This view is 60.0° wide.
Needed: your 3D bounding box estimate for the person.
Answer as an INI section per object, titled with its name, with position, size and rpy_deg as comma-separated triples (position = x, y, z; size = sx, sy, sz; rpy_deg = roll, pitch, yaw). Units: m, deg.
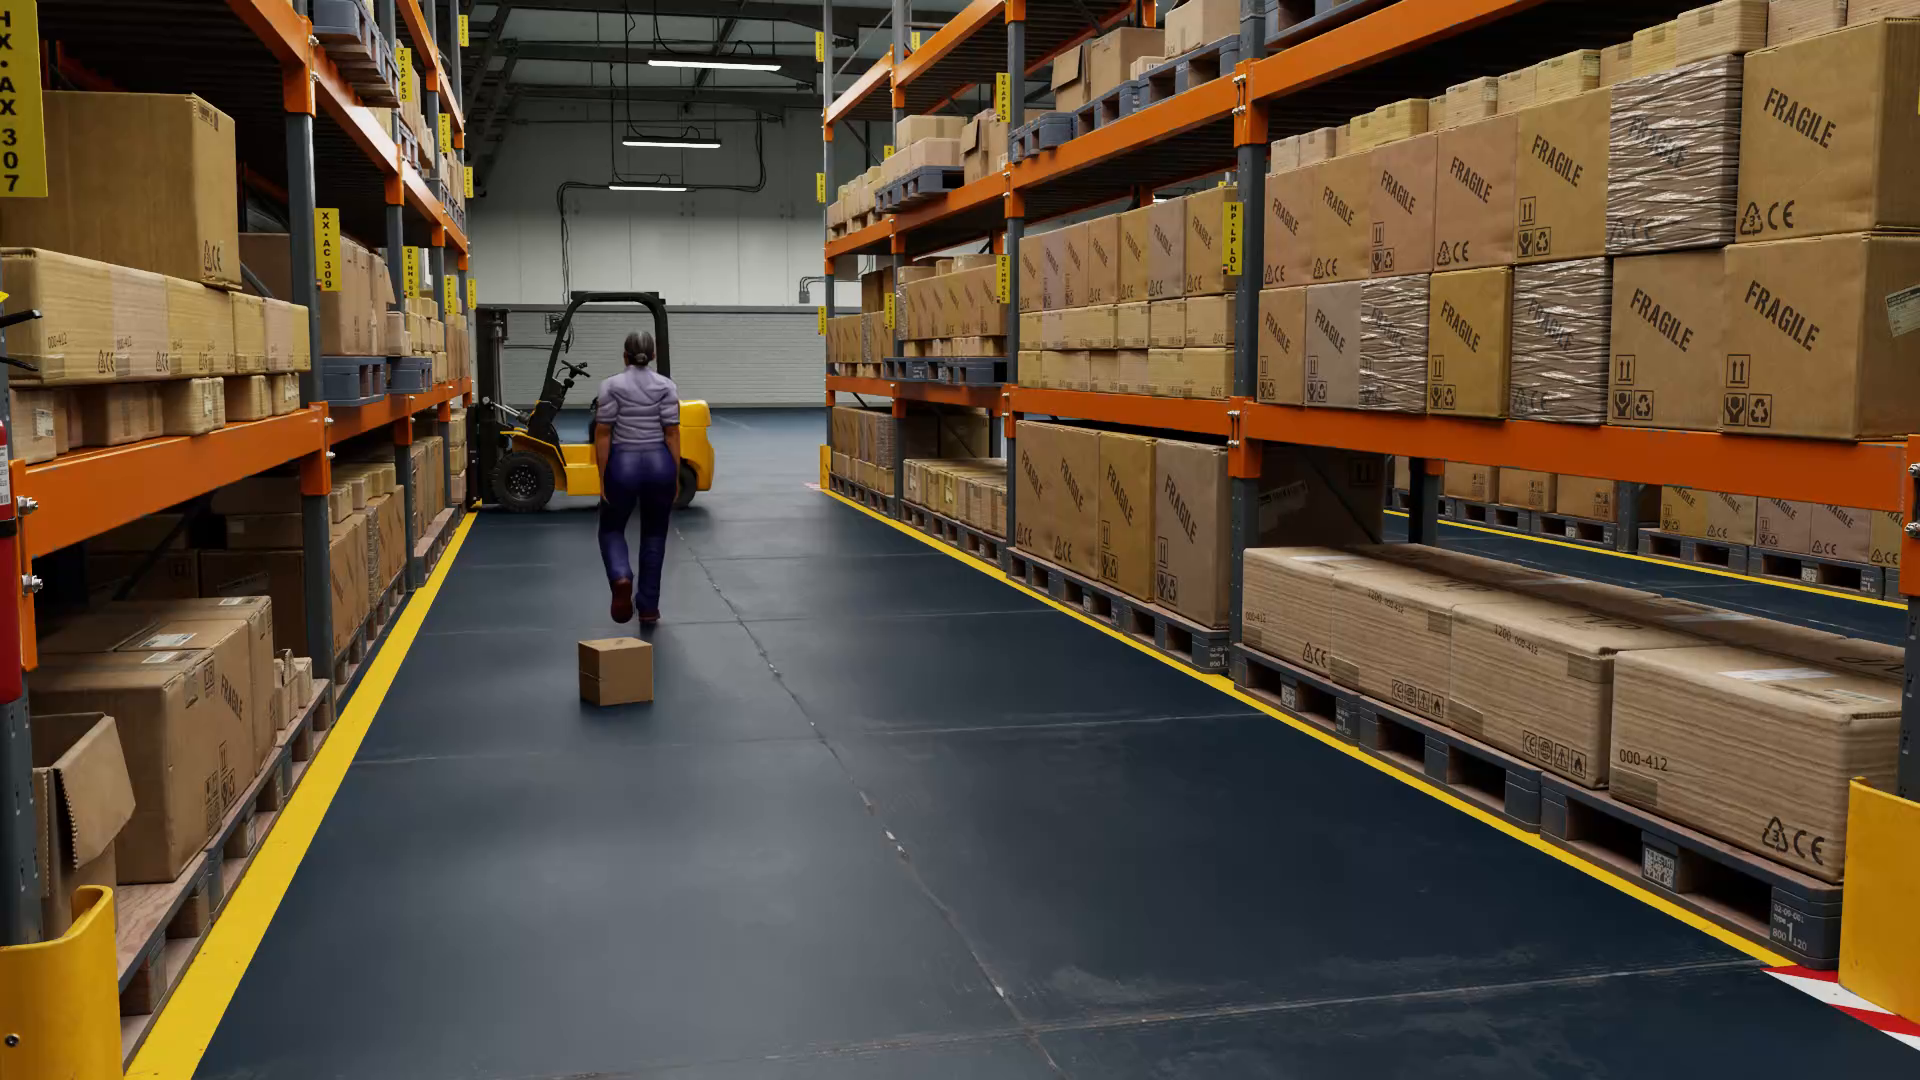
[person]
position = -1.786, -0.346, 9.243
size = 0.472, 1.627, 0.497
rpy_deg = -2, 6, -15
